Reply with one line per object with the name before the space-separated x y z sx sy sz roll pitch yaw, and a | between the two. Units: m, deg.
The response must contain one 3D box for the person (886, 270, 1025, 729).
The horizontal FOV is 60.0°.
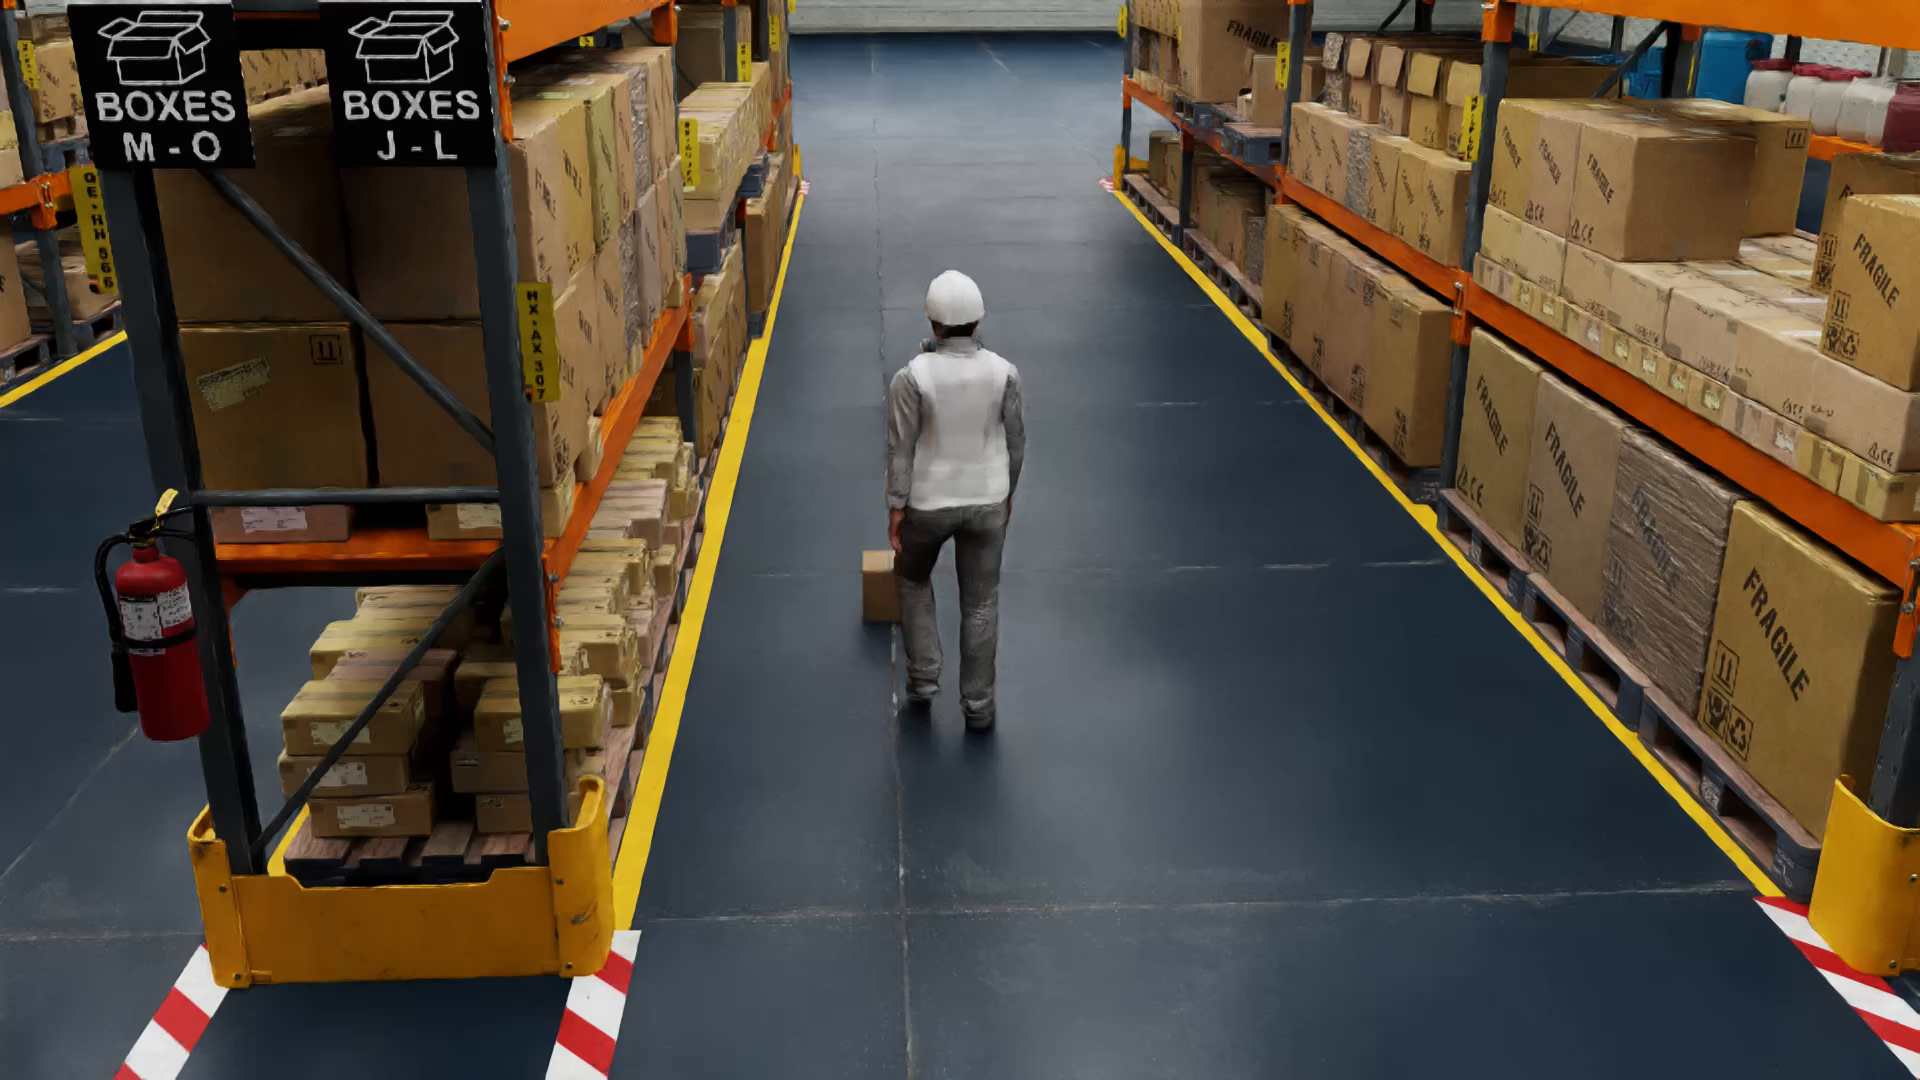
person | -0.021 -0.159 6.421 0.552 1.764 0.521 -3 20 -9
